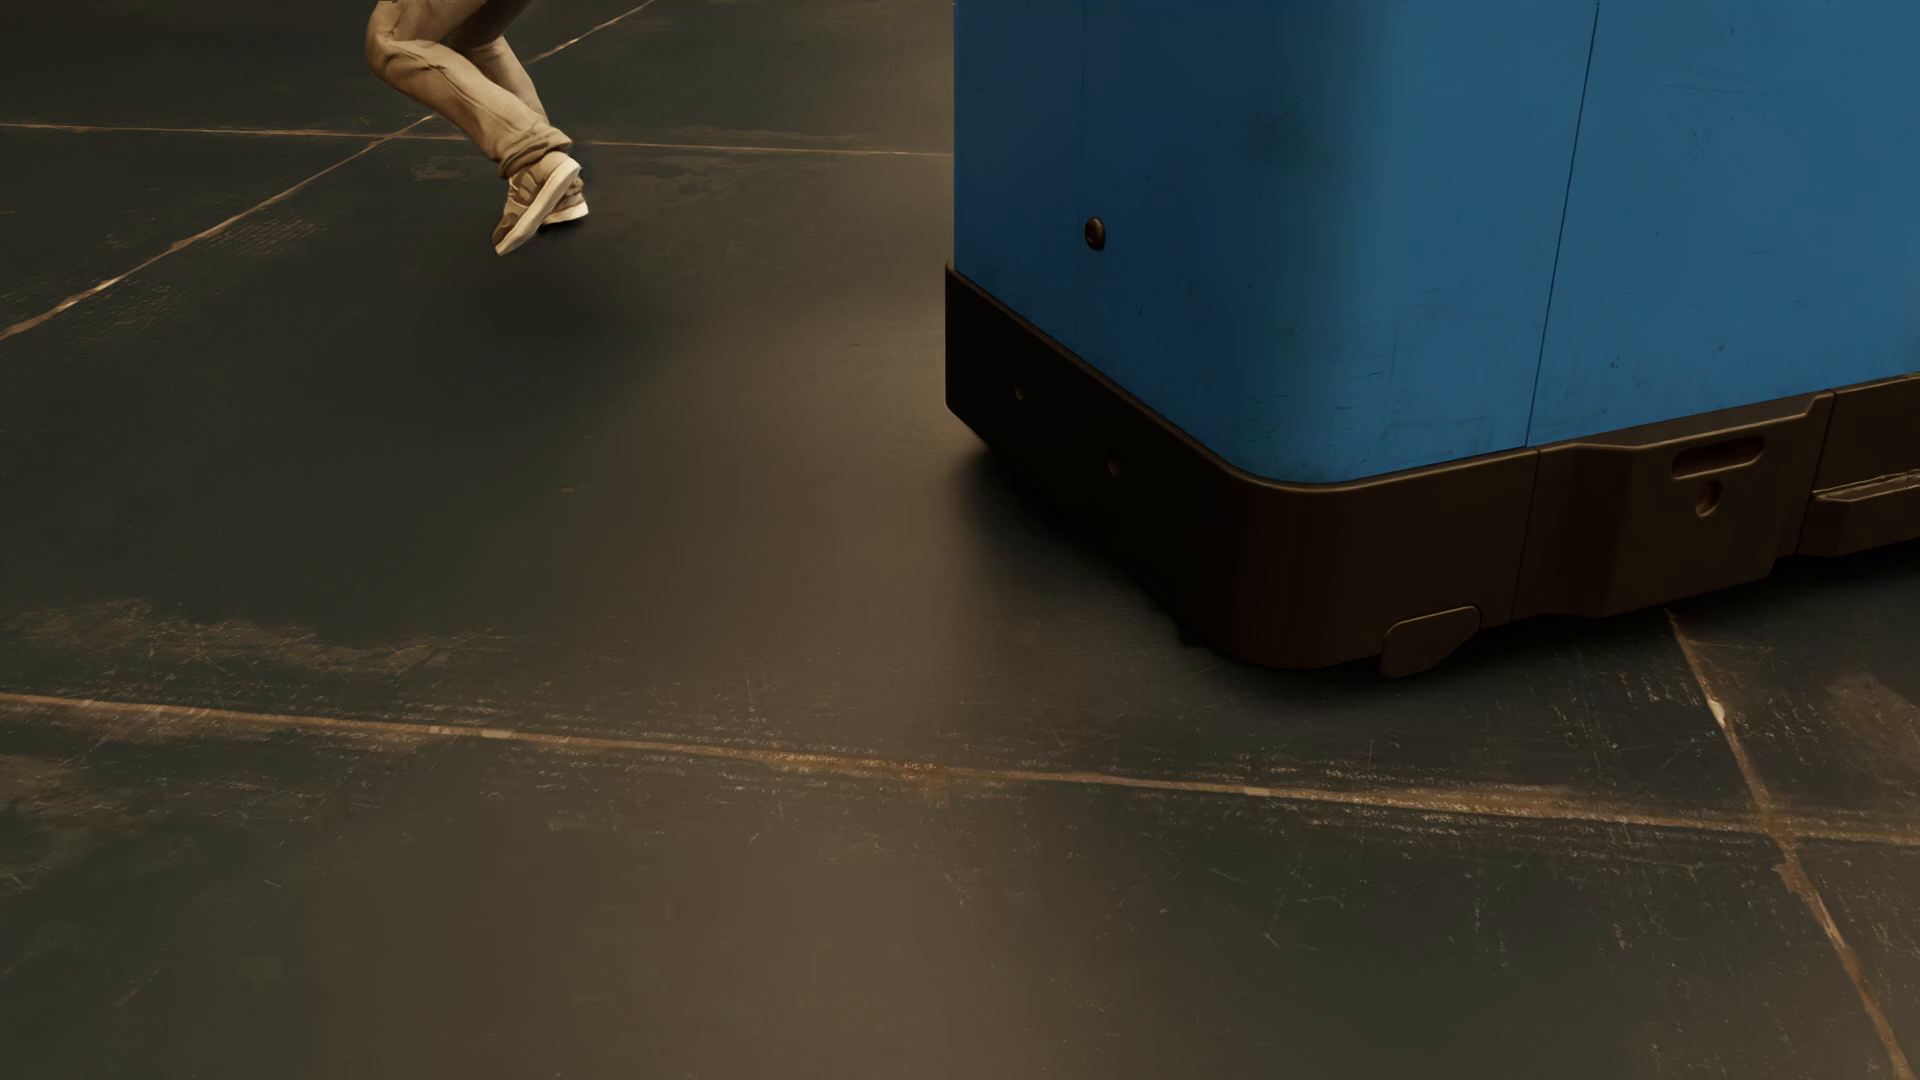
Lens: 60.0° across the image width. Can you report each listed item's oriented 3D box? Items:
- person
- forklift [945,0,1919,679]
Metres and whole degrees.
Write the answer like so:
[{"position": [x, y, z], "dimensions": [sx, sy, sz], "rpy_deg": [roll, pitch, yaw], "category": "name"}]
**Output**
[{"position": [-1.009, -1.349, 3.592], "dimensions": [0.456, 1.487, 0.845], "rpy_deg": [2, 27, 4], "category": "person"}, {"position": [1.542, -1.555, 2.333], "dimensions": [3.031, 2.935, 1.130], "rpy_deg": [-11, 28, -21], "category": "forklift"}]
